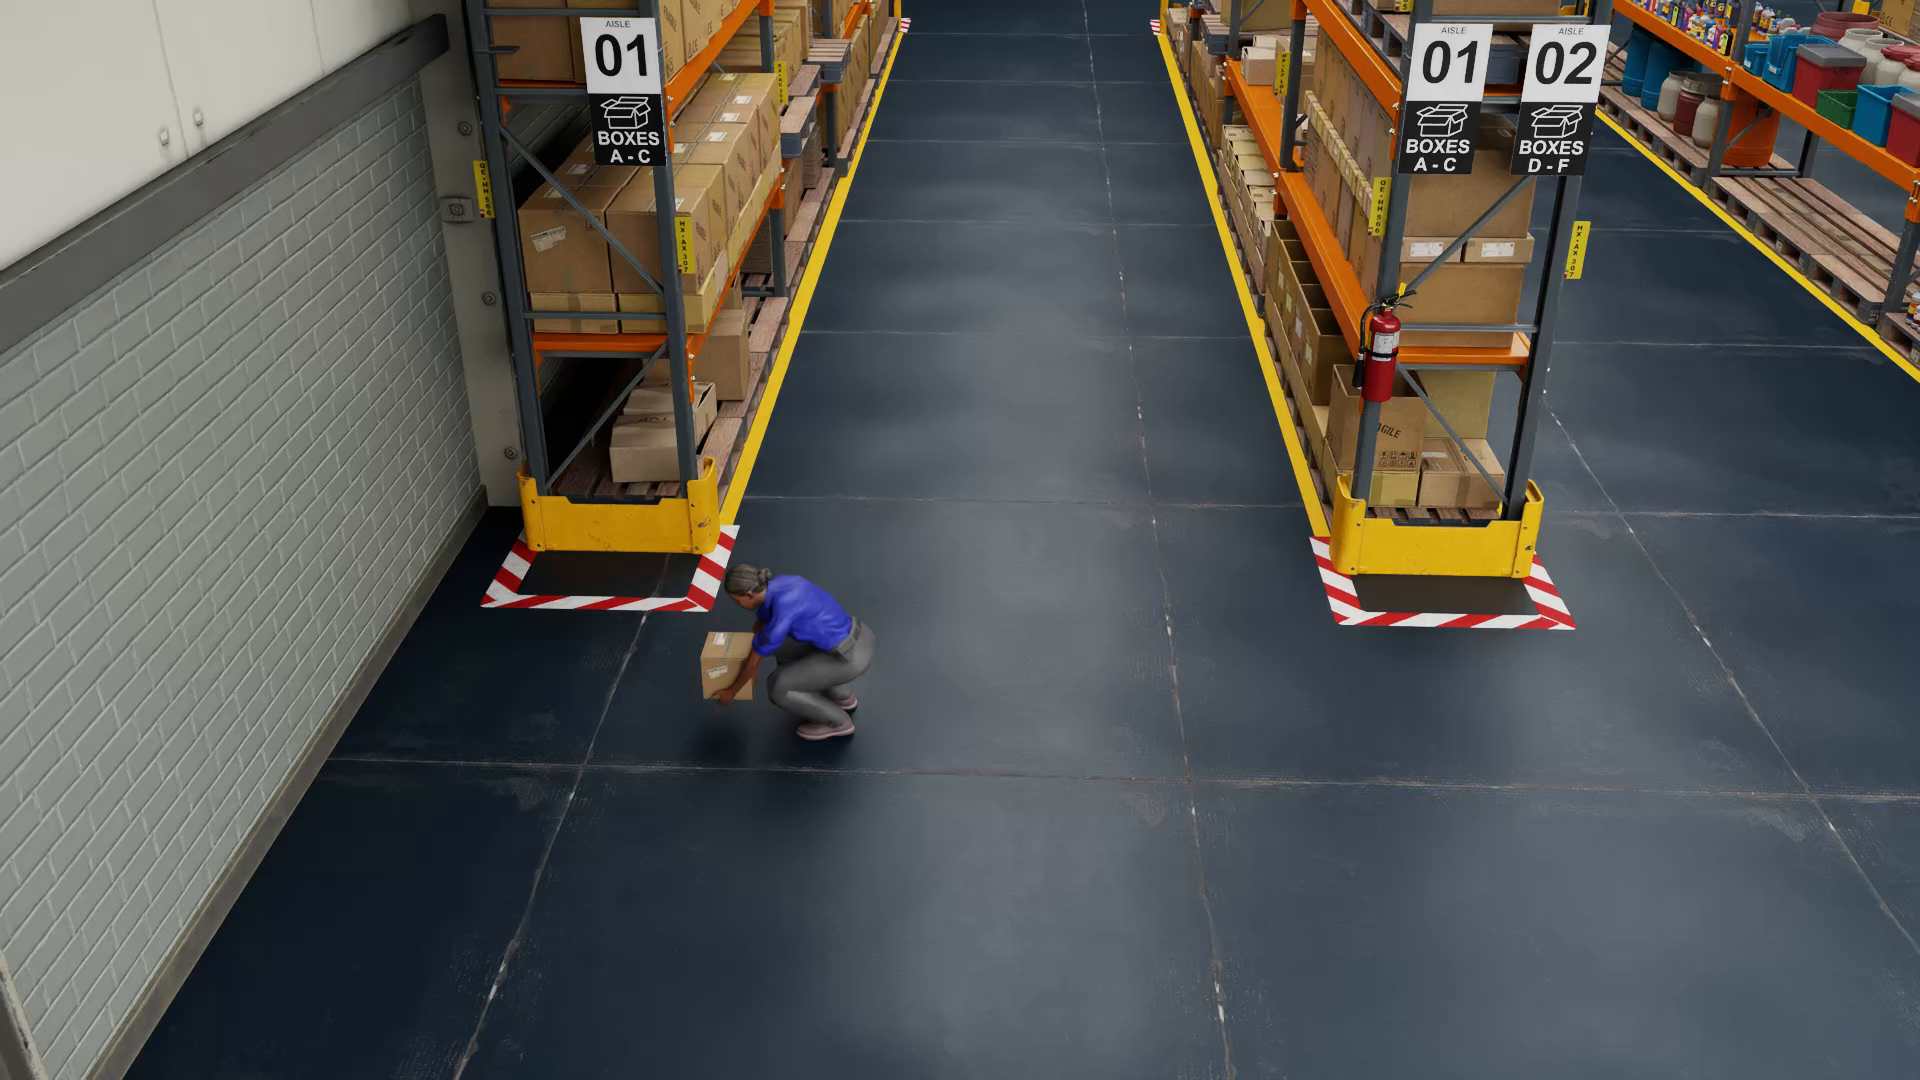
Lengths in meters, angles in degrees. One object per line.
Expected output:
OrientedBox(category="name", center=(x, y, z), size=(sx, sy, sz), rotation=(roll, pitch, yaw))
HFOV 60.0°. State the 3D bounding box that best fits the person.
OrientedBox(category="person", center=(-0.845, 0.504, 8.406), size=(0.835, 0.905, 0.462), rotation=(0, 28, 1))
